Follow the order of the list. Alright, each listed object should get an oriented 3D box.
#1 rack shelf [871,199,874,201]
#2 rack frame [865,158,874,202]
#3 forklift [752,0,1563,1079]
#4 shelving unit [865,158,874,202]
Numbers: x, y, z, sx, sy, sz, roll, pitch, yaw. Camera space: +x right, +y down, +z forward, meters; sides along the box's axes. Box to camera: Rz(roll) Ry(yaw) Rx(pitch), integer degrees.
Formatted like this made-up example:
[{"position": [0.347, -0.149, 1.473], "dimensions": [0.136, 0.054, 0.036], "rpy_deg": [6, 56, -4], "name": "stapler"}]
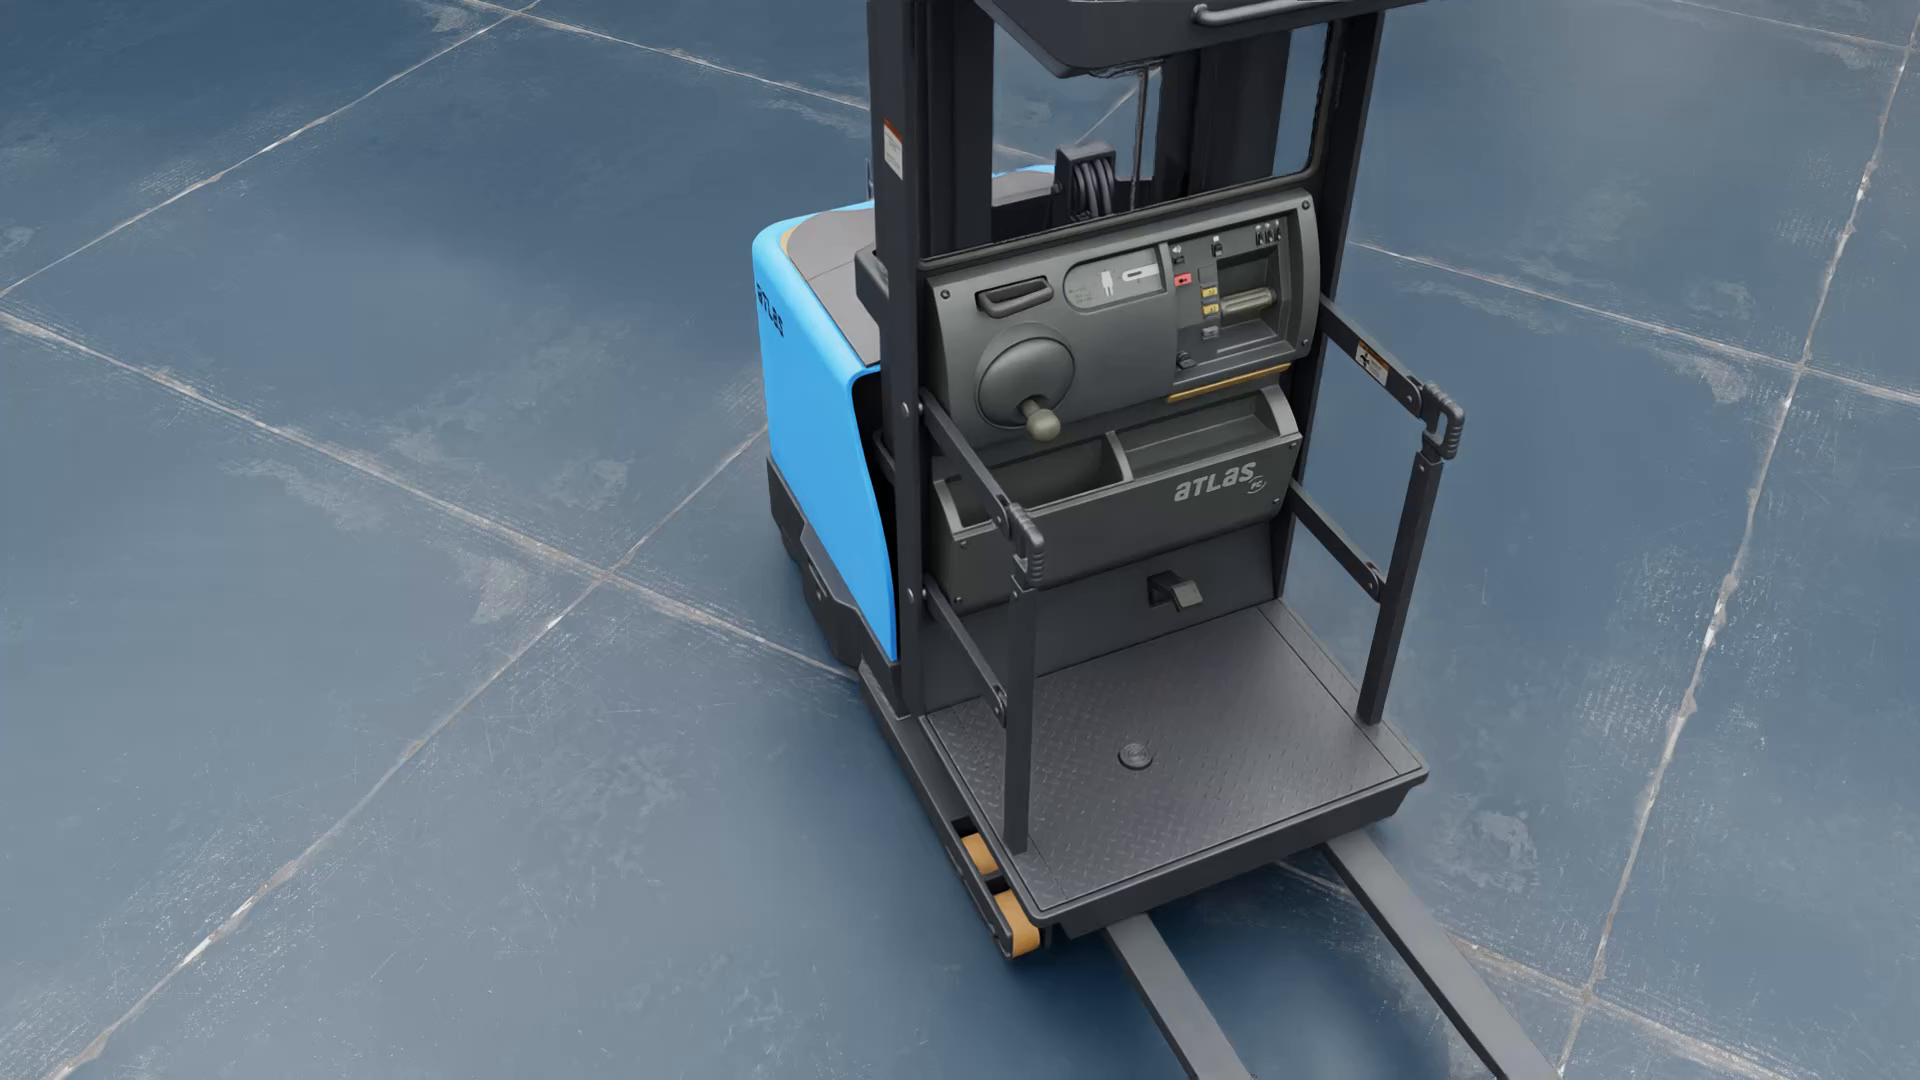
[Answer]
[{"position": [-0.126, -0.920, 5.086], "dimensions": [0.240, 0.259, 0.215], "rpy_deg": [-17, 44, -18], "name": "rack shelf"}, {"position": [-0.237, -0.681, 5.228], "dimensions": [0.008, 1.050, 0.200], "rpy_deg": [-17, 44, -18], "name": "rack frame"}, {"position": [0.470, -0.408, 3.496], "dimensions": [1.130, 2.935, 3.031], "rpy_deg": [-17, 44, -18], "name": "forklift"}, {"position": [-0.126, -0.714, 5.266], "dimensions": [0.252, 1.050, 0.215], "rpy_deg": [-17, 44, -18], "name": "shelving unit"}]
